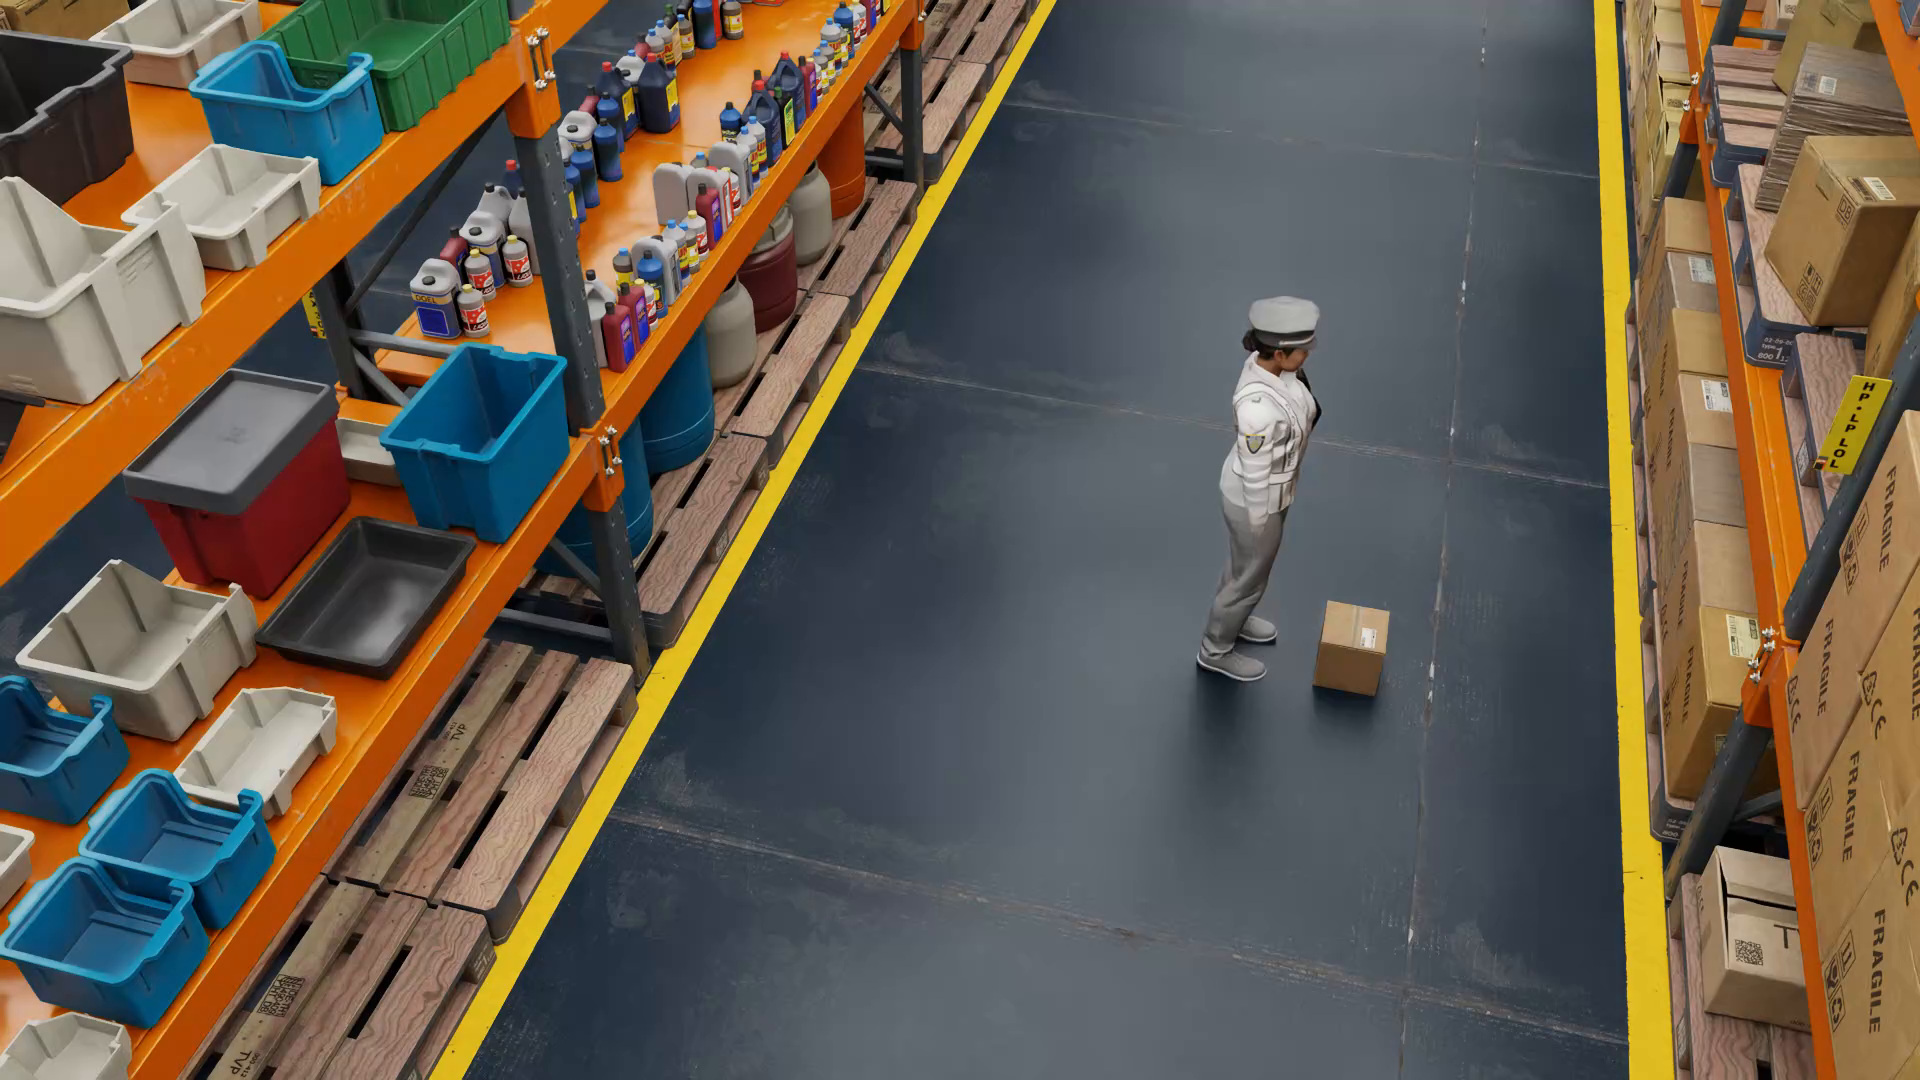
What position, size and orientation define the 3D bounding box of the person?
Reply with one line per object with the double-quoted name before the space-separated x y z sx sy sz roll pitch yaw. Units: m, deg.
"person" 1.159 -0.183 6.376 0.328 1.669 0.470 11 42 12
